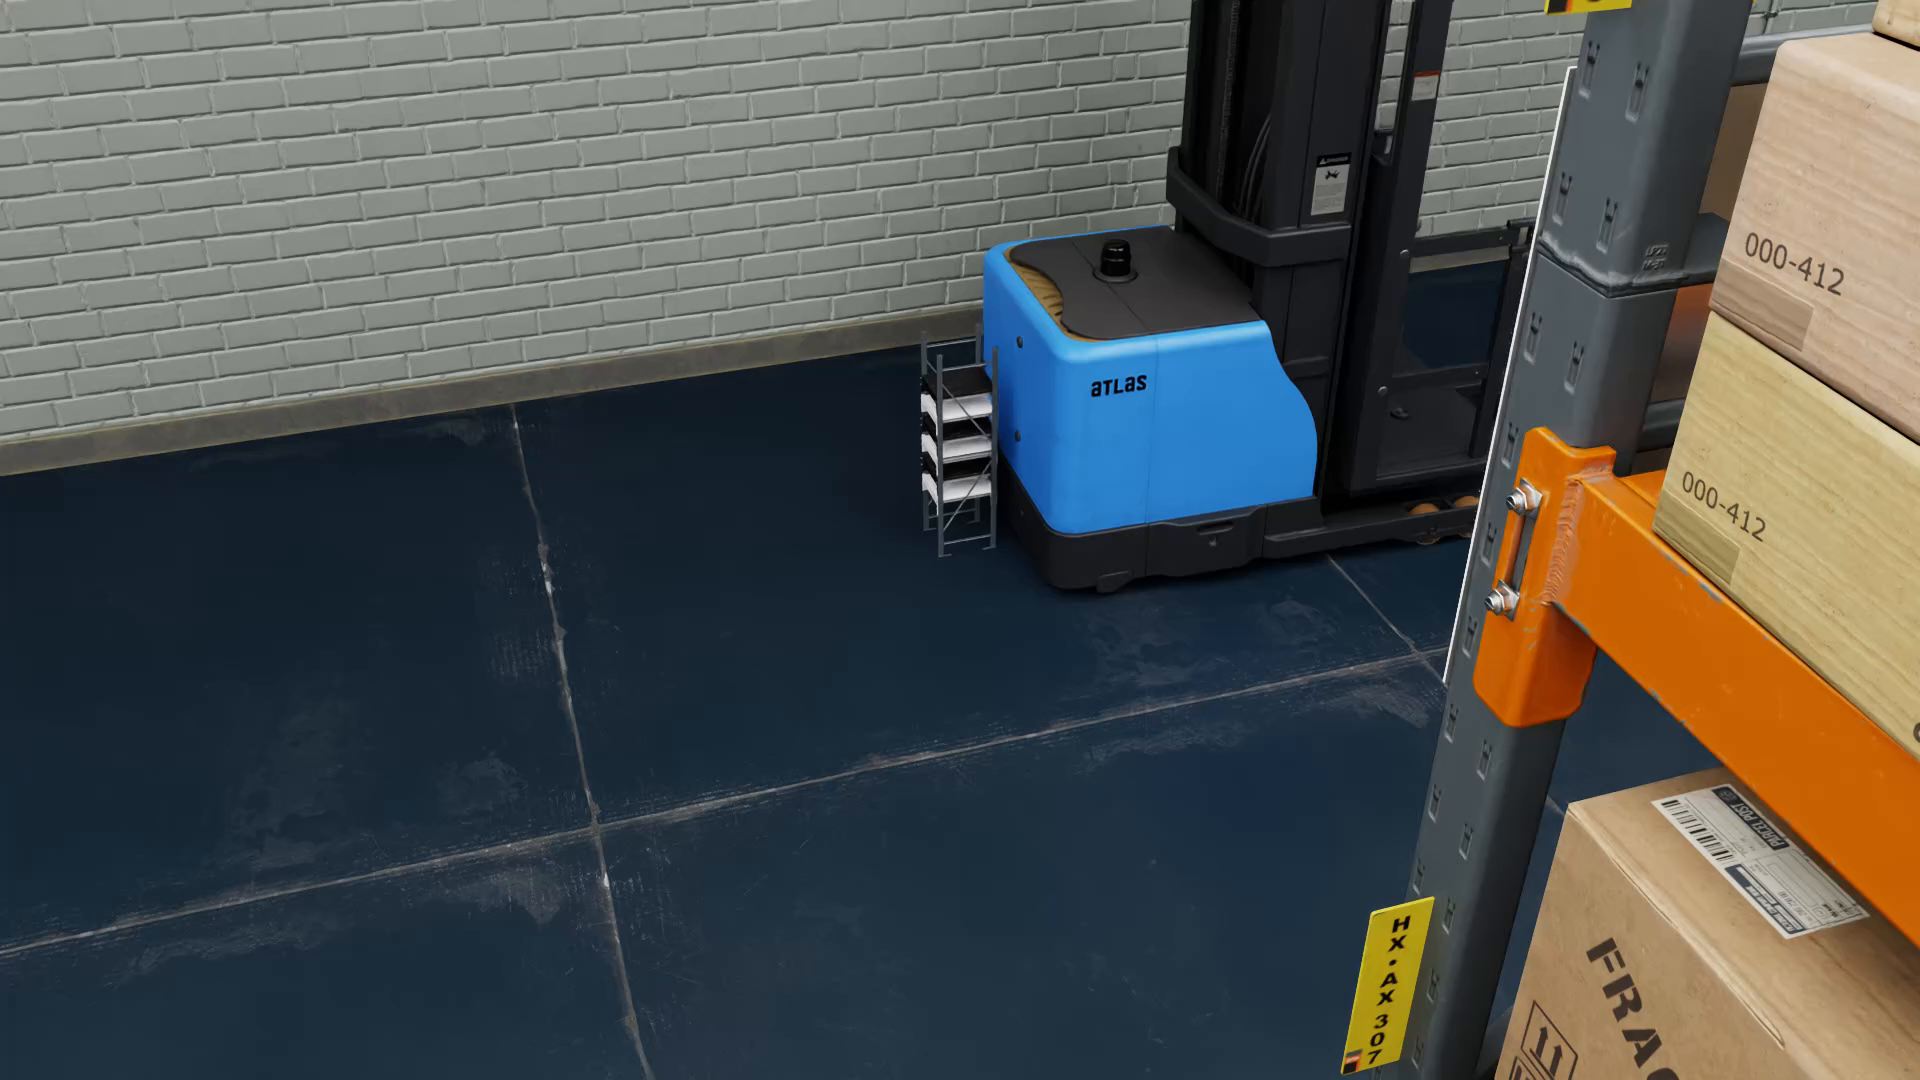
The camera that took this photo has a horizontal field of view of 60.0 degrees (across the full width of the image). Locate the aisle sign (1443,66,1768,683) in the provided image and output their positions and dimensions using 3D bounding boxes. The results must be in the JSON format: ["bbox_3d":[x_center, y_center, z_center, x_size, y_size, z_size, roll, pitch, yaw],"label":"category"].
[{"bbox_3d":[0.802,-0.181,1.945,0.394,0.787,0.004,-10,35,-15],"label":"aisle sign"}]

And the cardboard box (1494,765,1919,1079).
[{"bbox_3d":[0.994,0.589,1.871,0.500,0.500,0.500,-10,35,-15],"label":"cardboard box"}]

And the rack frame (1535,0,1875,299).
[{"bbox_3d":[1.110,-1.612,1.027,1.000,3.000,0.127,-10,35,-15],"label":"rack frame"}]

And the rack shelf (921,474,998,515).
[{"bbox_3d":[-0.002,-0.202,6.626,0.258,0.077,0.200,-10,35,-15],"label":"rack shelf"}]

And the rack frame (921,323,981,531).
[{"bbox_3d":[-0.033,-0.433,6.589,0.240,0.900,0.006,-10,35,-15],"label":"rack frame"}]

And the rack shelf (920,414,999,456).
[{"bbox_3d":[-0.002,-0.427,6.477,0.258,0.077,0.200,-10,35,-15],"label":"rack shelf"}]

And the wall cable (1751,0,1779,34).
[{"bbox_3d":[4.051,-3.388,8.206,0.585,1.953,0.123,-10,35,-15],"label":"wall cable"}]

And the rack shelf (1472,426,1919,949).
[{"bbox_3d":[1.720,0.990,0.463,1.077,0.370,4.000,-10,35,-15],"label":"rack shelf"}]

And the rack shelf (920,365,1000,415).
[{"bbox_3d":[-0.002,-0.577,6.378,0.258,0.077,0.200,-10,35,-15],"label":"rack shelf"}]

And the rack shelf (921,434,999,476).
[{"bbox_3d":[-0.002,-0.352,6.527,0.258,0.077,0.200,-10,35,-15],"label":"rack shelf"}]

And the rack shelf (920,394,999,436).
[{"bbox_3d":[-0.002,-0.502,6.428,0.258,0.077,0.200,-10,35,-15],"label":"rack shelf"}]

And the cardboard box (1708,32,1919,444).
[{"bbox_3d":[0.999,-0.227,1.334,0.500,0.250,0.500,-9,35,-14],"label":"cardboard box"}]

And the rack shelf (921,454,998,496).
[{"bbox_3d":[-0.002,-0.277,6.576,0.258,0.077,0.200,-10,35,-15],"label":"rack shelf"}]

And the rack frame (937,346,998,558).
[{"bbox_3d":[0.029,-0.326,6.428,0.240,0.900,0.006,-10,35,-15],"label":"rack frame"}]

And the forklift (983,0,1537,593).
[{"bbox_3d":[1.654,-1.473,6.321,3.031,2.935,1.130,-9,35,-14],"label":"forklift"}]

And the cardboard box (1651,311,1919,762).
[{"bbox_3d":[1.003,-0.019,1.473,0.500,0.250,0.500,-9,34,-13],"label":"cardboard box"}]

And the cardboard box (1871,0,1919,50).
[{"bbox_3d":[0.992,-0.464,1.332,0.380,0.149,0.250,-10,35,-15],"label":"cardboard box"}]

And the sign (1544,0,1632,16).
[{"bbox_3d":[0.593,-0.634,1.474,0.100,0.325,0.005,-10,35,-15],"label":"sign"}]

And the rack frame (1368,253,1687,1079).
[{"bbox_3d":[1.110,0.891,2.680,1.000,3.000,0.127,-10,35,-15],"label":"rack frame"}]

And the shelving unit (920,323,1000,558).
[{"bbox_3d":[-0.002,-0.380,6.508,0.258,0.900,0.210,-10,35,-15],"label":"shelving unit"}]

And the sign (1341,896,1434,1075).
[{"bbox_3d":[0.593,0.621,2.304,0.100,0.325,0.005,-10,35,-15],"label":"sign"}]
